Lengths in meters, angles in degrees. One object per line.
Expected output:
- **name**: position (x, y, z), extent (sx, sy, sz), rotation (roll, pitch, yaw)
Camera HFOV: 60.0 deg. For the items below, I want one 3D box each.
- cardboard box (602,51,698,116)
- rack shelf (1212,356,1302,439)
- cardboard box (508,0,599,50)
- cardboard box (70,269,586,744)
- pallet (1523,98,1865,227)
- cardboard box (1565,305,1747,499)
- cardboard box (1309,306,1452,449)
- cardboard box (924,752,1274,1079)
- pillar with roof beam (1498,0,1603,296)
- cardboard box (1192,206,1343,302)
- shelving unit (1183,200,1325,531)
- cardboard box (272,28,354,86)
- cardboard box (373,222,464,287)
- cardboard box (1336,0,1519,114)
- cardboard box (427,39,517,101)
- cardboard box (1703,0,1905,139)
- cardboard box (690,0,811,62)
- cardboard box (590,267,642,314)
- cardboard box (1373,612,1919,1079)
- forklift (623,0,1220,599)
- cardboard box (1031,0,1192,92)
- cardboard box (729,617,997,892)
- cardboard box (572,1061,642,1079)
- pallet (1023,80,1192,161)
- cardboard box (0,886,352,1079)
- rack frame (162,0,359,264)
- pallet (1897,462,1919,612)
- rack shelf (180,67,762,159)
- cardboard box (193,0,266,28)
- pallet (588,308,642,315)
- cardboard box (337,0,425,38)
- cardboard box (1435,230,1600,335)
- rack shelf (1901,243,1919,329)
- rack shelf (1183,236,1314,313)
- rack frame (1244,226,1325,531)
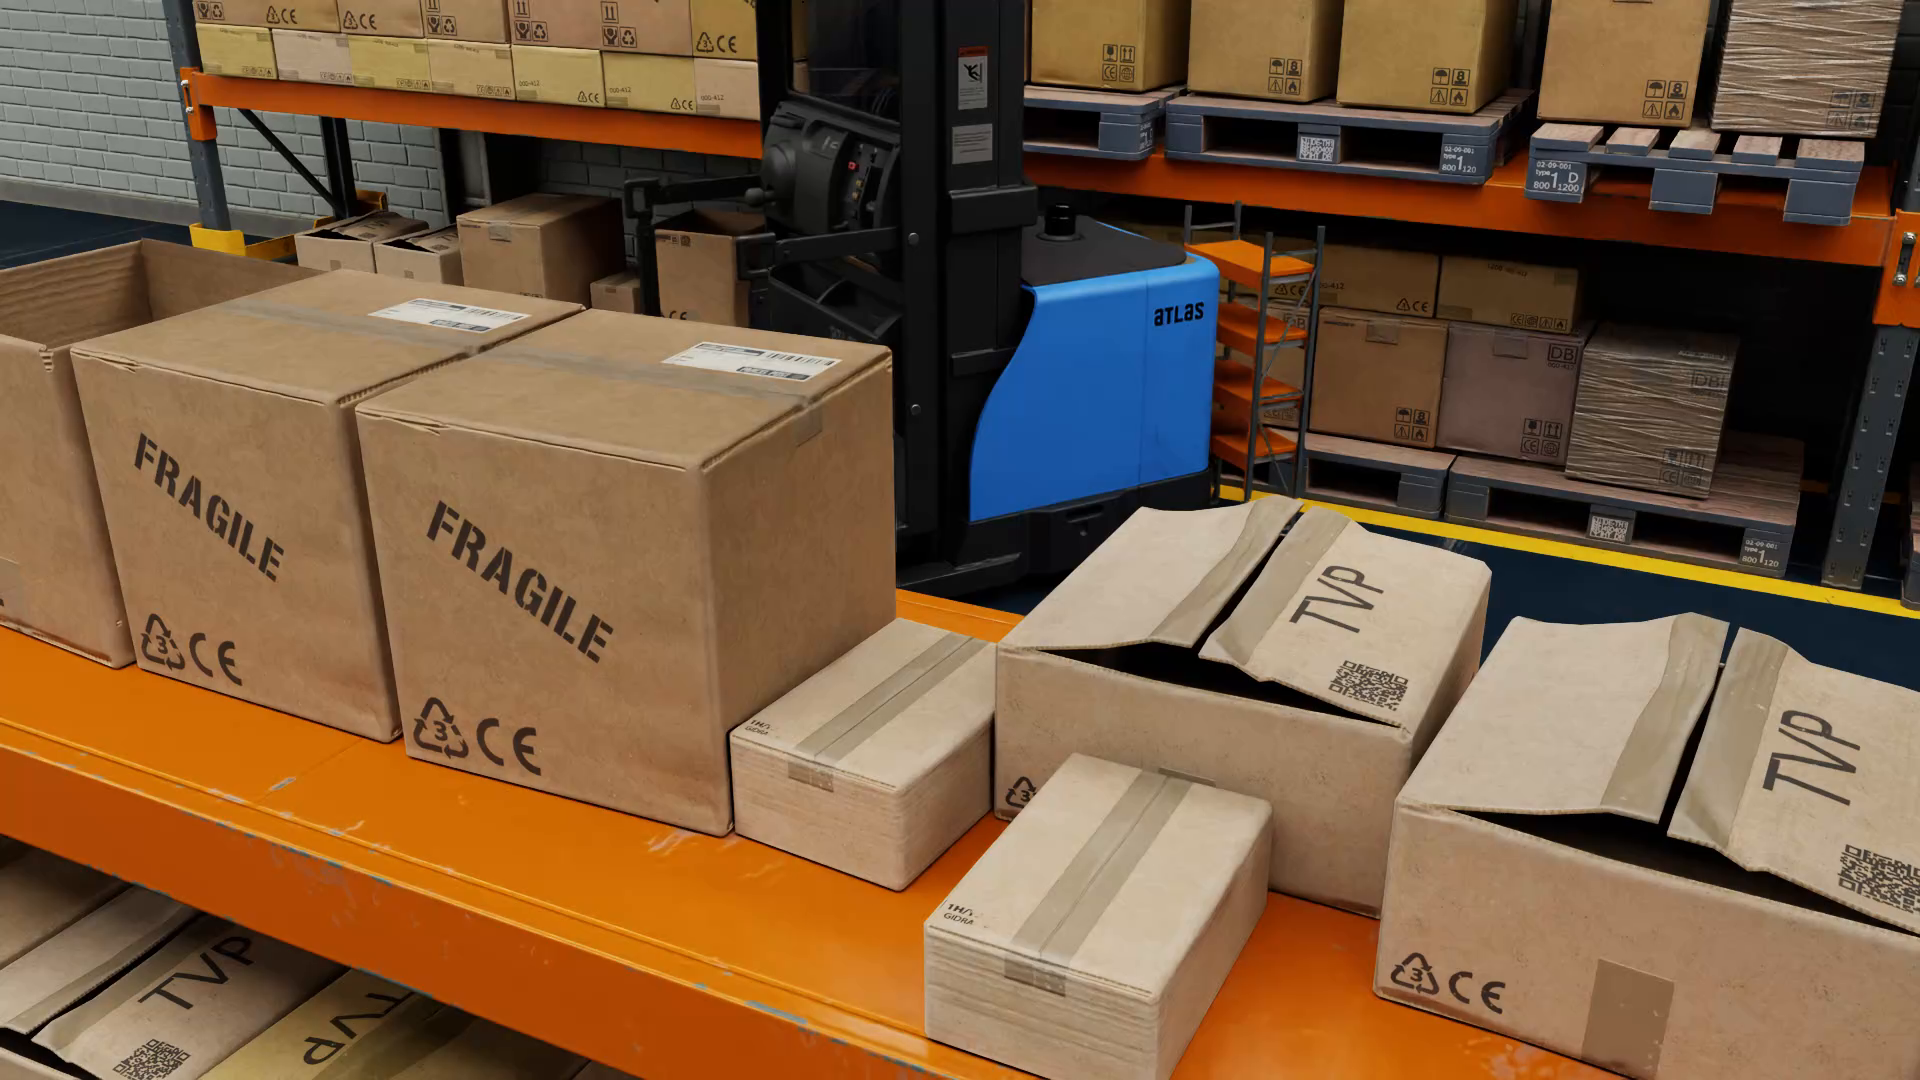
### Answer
- **cardboard box**: position (-1.253, -2.096, 7.511), extent (0.500, 0.250, 0.500), rotation (11, 26, 25)
- **rack shelf**: position (1.030, -0.531, 6.133), extent (0.258, 0.148, 0.480), rotation (-10, 25, -25)
- **cardboard box**: position (-1.707, -2.526, 7.566), extent (0.500, 0.500, 0.500), rotation (10, 25, 23)
- **cardboard box**: position (-0.889, -0.079, 2.476), extent (0.500, 0.500, 0.500), rotation (11, 25, 25)
- **pallet**: position (2.633, -1.381, 5.909), extent (1.003, 0.211, 1.213), rotation (11, 25, 25)
- **cardboard box**: position (2.651, -0.542, 6.323), extent (0.500, 0.500, 0.700), rotation (12, 26, 25)
- **cardboard box**: position (1.787, -0.751, 6.815), extent (0.500, 0.500, 0.700), rotation (11, 25, 24)
- **cardboard box**: position (0.158, 0.403, 1.789), extent (0.250, 0.149, 0.380), rotation (11, 25, 25)
- **pillar with roof beam**: position (0.605, -3.169, 2.204), extent (0.400, 9.000, 9.100), rotation (11, 25, 25)
- **cardboard box**: position (1.272, -1.193, 6.896), extent (0.500, 0.250, 0.500), rotation (10, 25, 23)
- **shelving unit**: position (1.030, -0.593, 6.107), extent (0.258, 1.200, 0.503), rotation (-10, 25, -25)
- **cardboard box**: position (-3.060, -2.450, 8.343), extent (0.500, 0.250, 0.500), rotation (10, 25, 23)
- **cardboard box**: position (-2.737, -1.504, 8.827), extent (0.500, 0.311, 0.500), rotation (14, 27, 29)
- **cardboard box**: position (1.771, -1.921, 6.244), extent (0.500, 0.500, 0.700), rotation (11, 25, 25)
- **cardboard box**: position (-2.158, -2.268, 7.915), extent (0.500, 0.250, 0.500), rotation (11, 26, 25)
- **cardboard box**: position (2.893, -1.709, 5.745), extent (0.500, 0.500, 0.700), rotation (8, 24, 18)
- **cardboard box**: position (-0.814, -2.348, 7.145), extent (0.500, 0.500, 0.500), rotation (11, 25, 24)
- **cardboard box**: position (-1.671, -1.267, 8.477), extent (0.250, 0.149, 0.380), rotation (9, 25, 20)
- **cardboard box**: position (0.780, 0.312, 1.798), extent (0.500, 0.311, 0.500), rotation (13, 26, 28)
- **forklift**: position (-0.612, -1.209, 5.349), extent (3.031, 2.935, 1.130), rotation (-13, 26, -27)
- **cardboard box**: position (0.682, -2.132, 6.741), extent (0.500, 0.500, 0.700), rotation (14, 27, 30)
- **cardboard box**: position (-0.078, 0.260, 2.126), extent (0.250, 0.149, 0.380), rotation (13, 26, 28)
- **cardboard box**: position (-0.409, 0.978, 2.377), extent (0.500, 0.311, 0.500), rotation (11, 25, 24)
- **pallet**: position (0.364, -1.813, 6.925), extent (1.213, 0.211, 1.003), rotation (11, 25, 25)
- **cardboard box**: position (-1.321, 0.799, 2.799), extent (0.500, 0.311, 0.500), rotation (10, 25, 23)
- **rack frame**: position (-3.822, -2.793, 8.985), extent (0.127, 3.000, 1.000), rotation (11, 25, 25)
- **pallet**: position (3.987, 0.068, 5.820), extent (1.213, 0.211, 1.003), rotation (11, 25, 25)
- **rack shelf**: position (-2.038, -2.109, 8.296), extent (4.000, 0.370, 1.077), rotation (11, 25, 25)
- **cardboard box**: position (-3.532, -2.889, 8.419), extent (0.500, 0.500, 0.500), rotation (11, 25, 25)
- **pallet**: position (-1.961, -1.125, 8.625), extent (1.213, 0.211, 1.003), rotation (11, 25, 25)
- **cardboard box**: position (-2.637, -2.705, 7.986), extent (0.500, 0.500, 0.500), rotation (10, 25, 23)
- **cardboard box**: position (2.170, -1.009, 6.464), extent (0.500, 0.250, 0.500), rotation (12, 26, 26)
- **rack shelf**: position (5.102, -0.696, 4.974), extent (4.000, 0.370, 1.077), rotation (11, 25, 25)
- **rack shelf**: position (1.034, -0.955, 5.955), extent (0.258, 0.148, 0.480), rotation (-10, 25, -25)
- **rack frame**: position (1.140, -0.508, 5.907), extent (0.240, 1.200, 0.015), rotation (-10, 25, -25)
